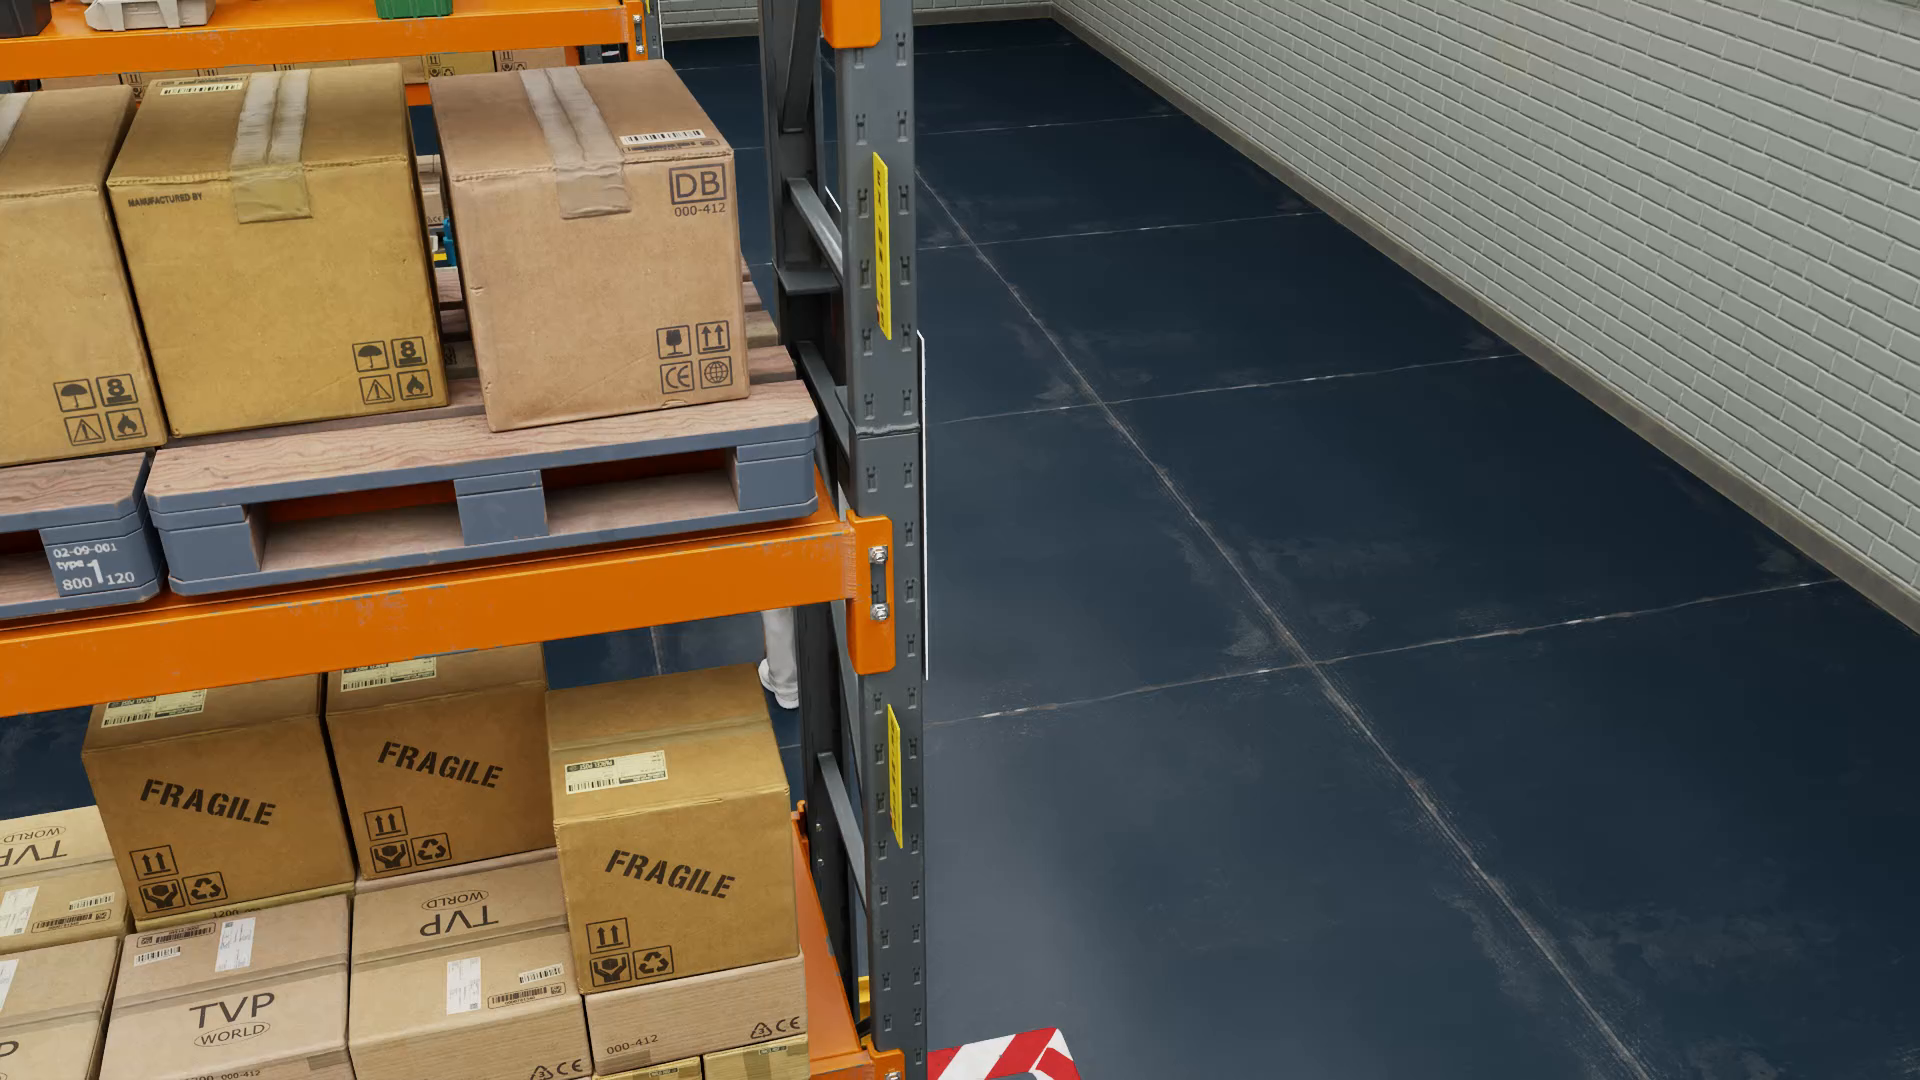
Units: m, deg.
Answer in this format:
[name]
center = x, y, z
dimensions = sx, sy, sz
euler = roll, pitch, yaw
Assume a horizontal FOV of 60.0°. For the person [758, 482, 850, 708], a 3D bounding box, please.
[person]
center = -0.708, -0.083, 7.289
dimensions = 0.640, 1.773, 0.426
euler = -8, 31, -14
